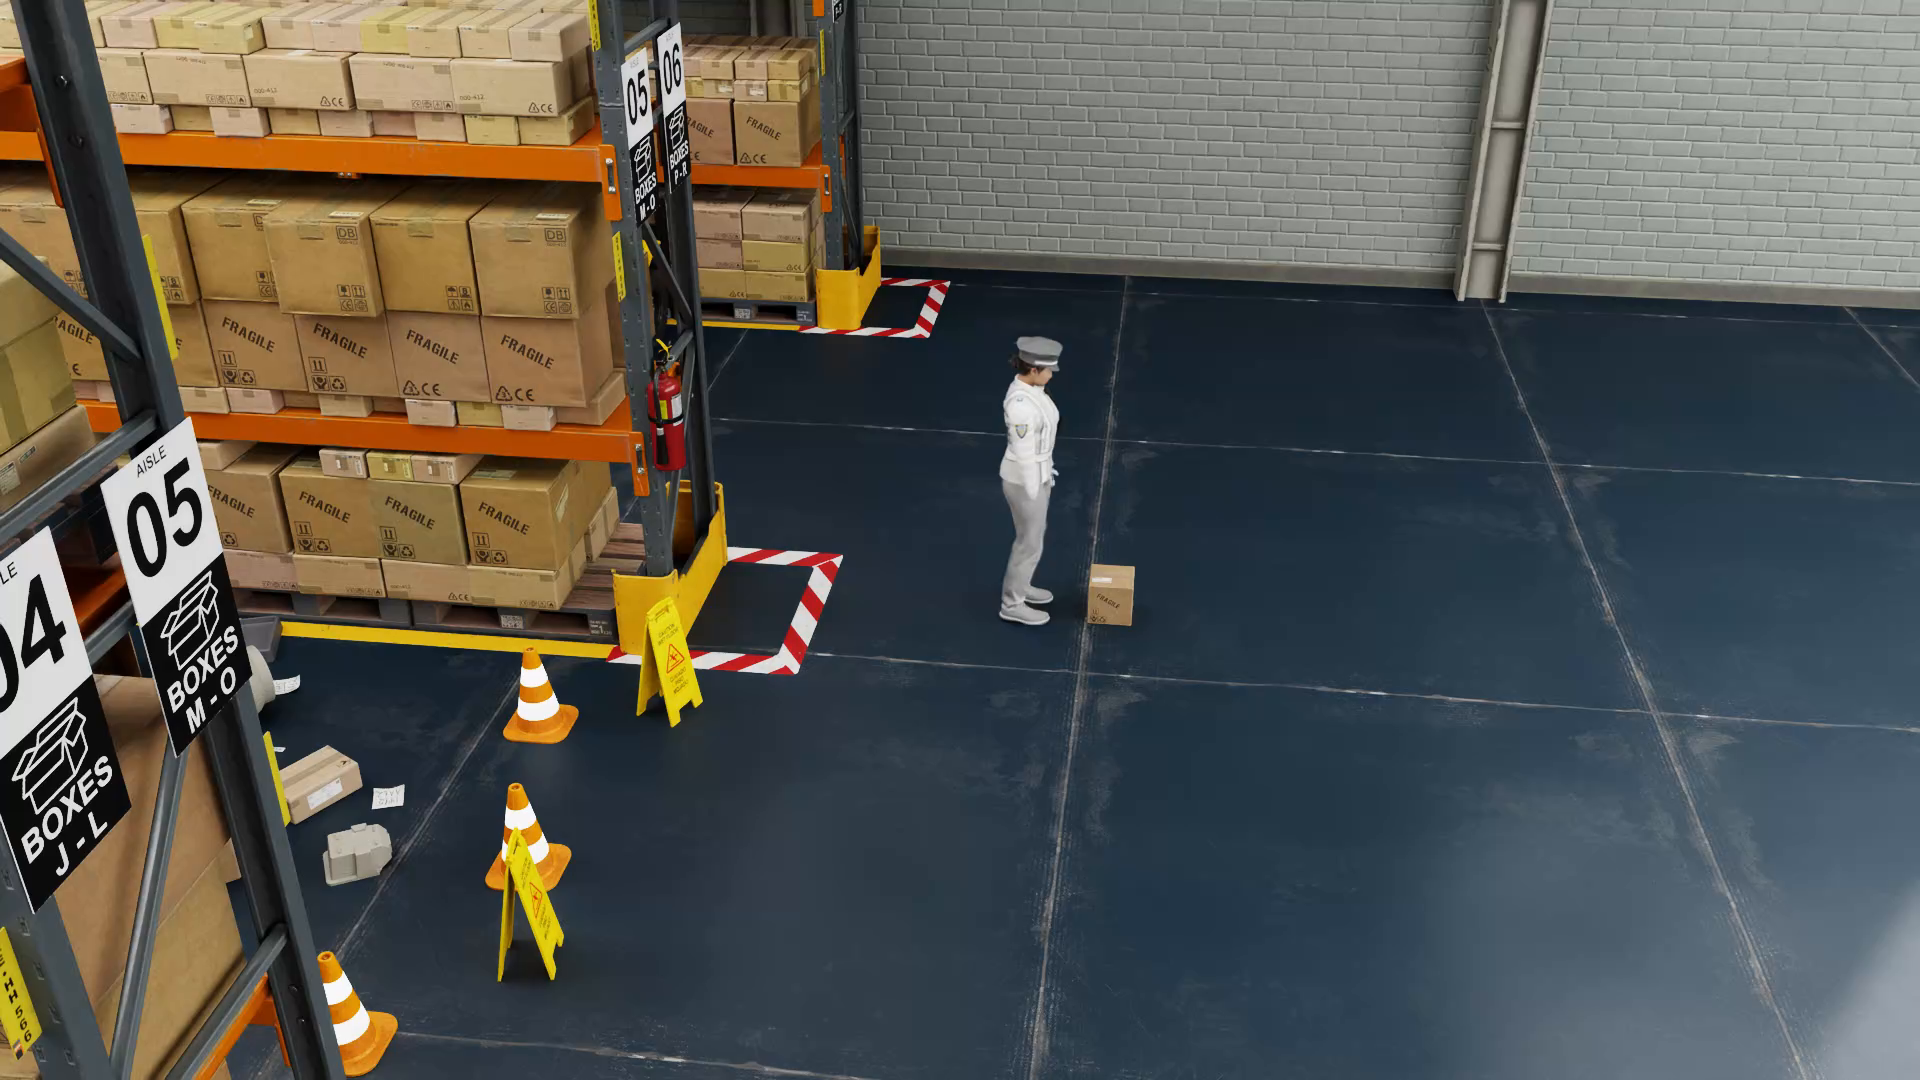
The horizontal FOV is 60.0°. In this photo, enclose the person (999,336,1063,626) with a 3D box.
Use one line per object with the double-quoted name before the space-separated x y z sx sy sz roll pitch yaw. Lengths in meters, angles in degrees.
"person" 0.387 -0.340 9.260 0.327 1.661 0.474 4 29 7
